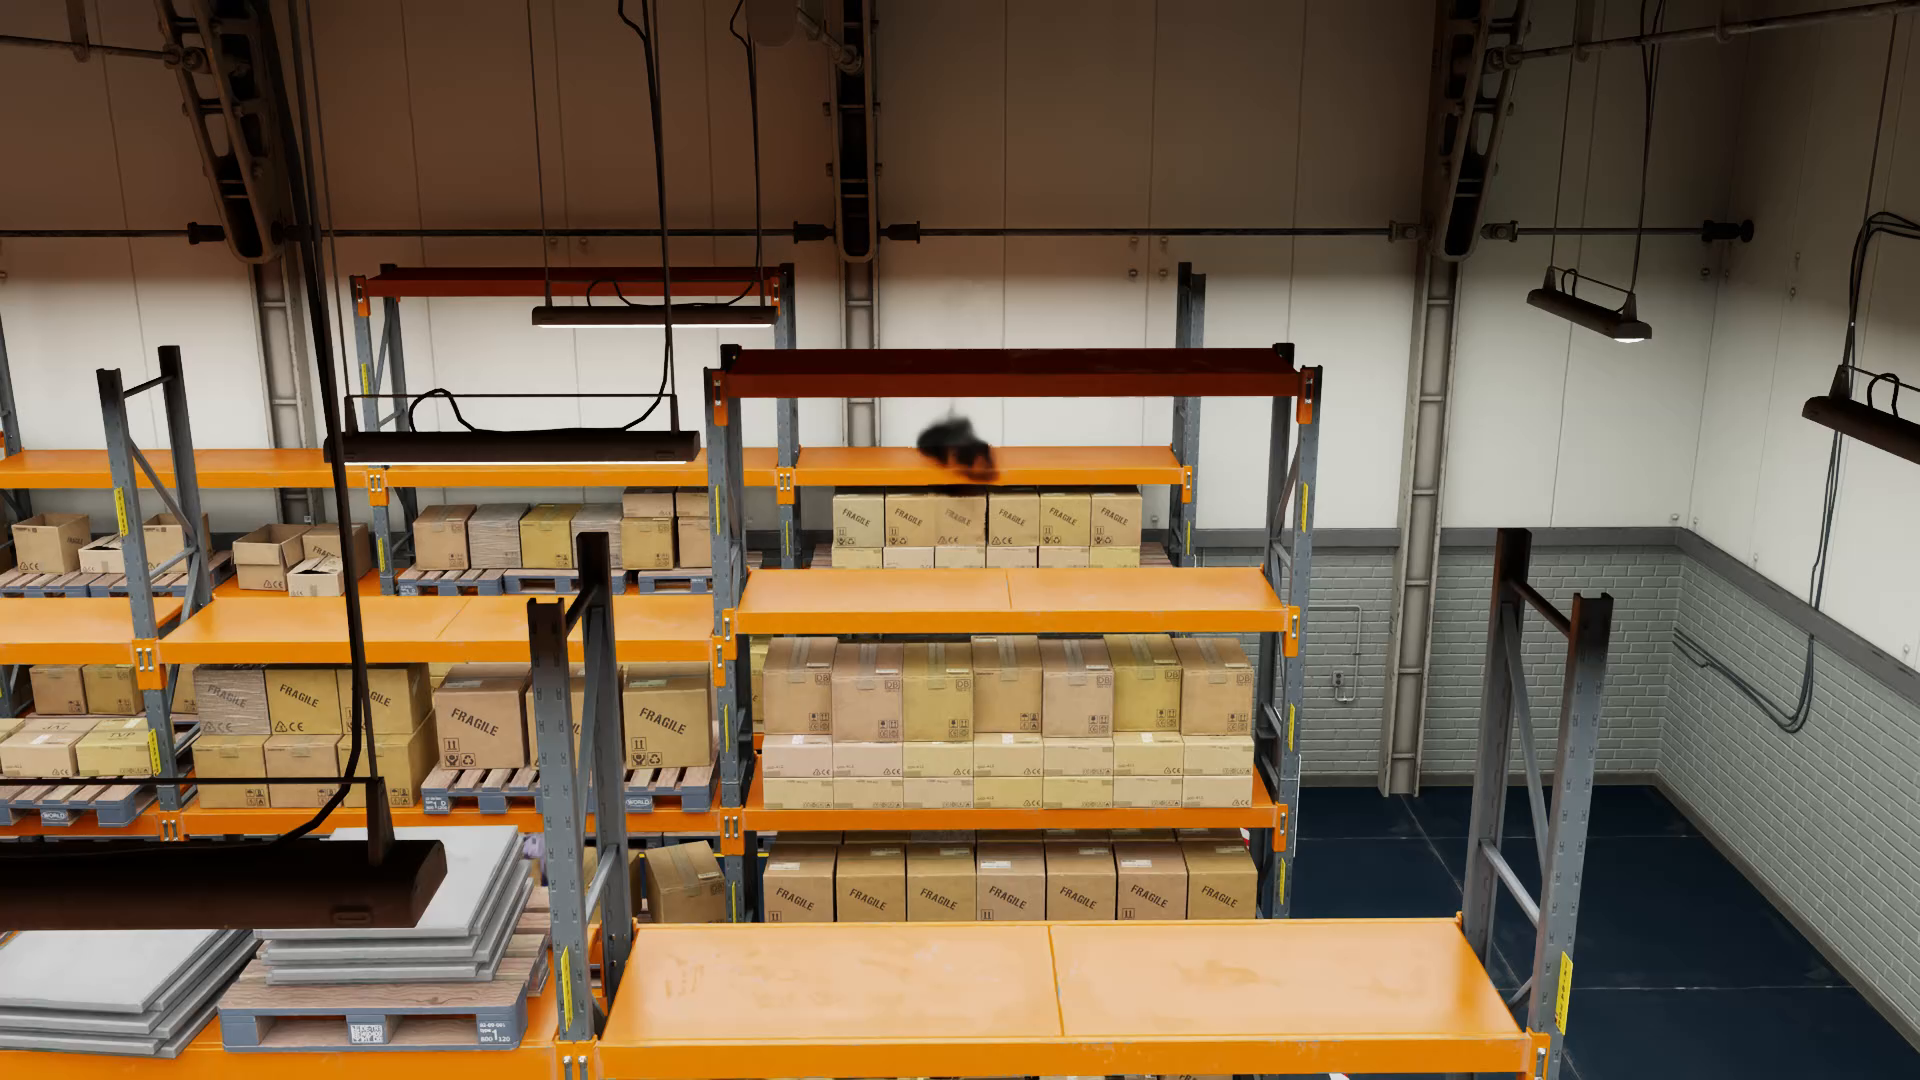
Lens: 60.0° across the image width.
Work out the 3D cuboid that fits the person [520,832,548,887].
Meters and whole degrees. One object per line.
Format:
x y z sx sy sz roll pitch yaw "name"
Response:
-3.772 3.131 14.862 0.553 1.594 0.600 -1 16 -5 "person"
